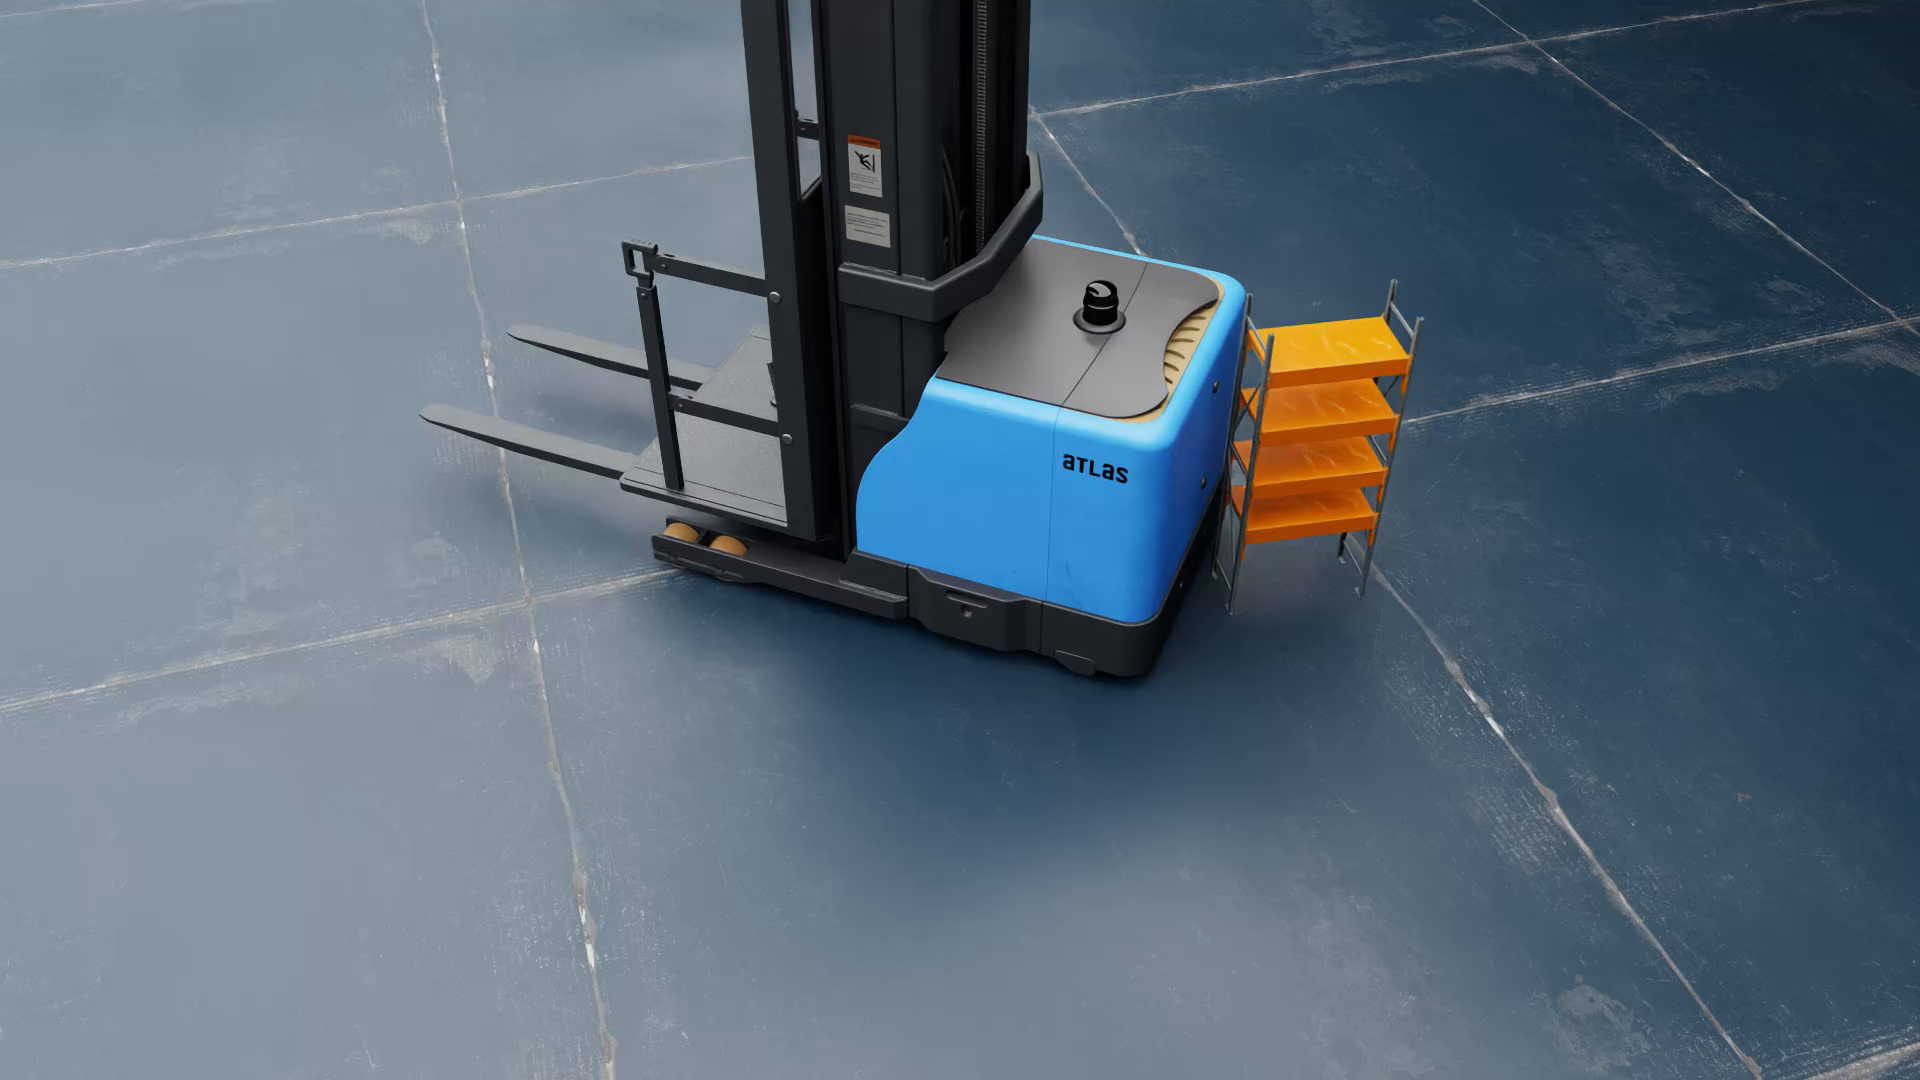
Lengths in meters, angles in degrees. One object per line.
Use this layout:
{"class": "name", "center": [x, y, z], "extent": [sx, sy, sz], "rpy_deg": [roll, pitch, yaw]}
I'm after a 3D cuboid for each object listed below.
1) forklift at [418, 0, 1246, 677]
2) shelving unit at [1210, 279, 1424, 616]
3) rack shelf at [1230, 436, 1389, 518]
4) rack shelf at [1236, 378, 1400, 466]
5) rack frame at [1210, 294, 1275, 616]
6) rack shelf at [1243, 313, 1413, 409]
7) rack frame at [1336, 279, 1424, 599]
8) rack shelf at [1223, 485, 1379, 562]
{"class": "forklift", "center": [-0.583, -1.258, 5.463], "extent": [3.031, 2.935, 1.130], "rpy_deg": [15, 43, 16]}
{"class": "shelving unit", "center": [1.188, -0.289, 5.668], "extent": [0.503, 1.200, 0.258], "rpy_deg": [-7, 42, -8]}
{"class": "rack shelf", "center": [1.188, -0.238, 5.713], "extent": [0.480, 0.148, 0.258], "rpy_deg": [-7, 42, -8]}
{"class": "rack shelf", "center": [1.188, -0.406, 5.565], "extent": [0.480, 0.148, 0.258], "rpy_deg": [-7, 42, -8]}
{"class": "rack frame", "center": [0.948, -0.260, 5.635], "extent": [0.015, 1.200, 0.240], "rpy_deg": [-7, 42, -8]}
{"class": "rack shelf", "center": [1.188, -0.584, 5.410], "extent": [0.480, 0.148, 0.258], "rpy_deg": [-7, 42, -8]}
{"class": "rack frame", "center": [1.428, -0.317, 5.701], "extent": [0.015, 1.200, 0.240], "rpy_deg": [-7, 42, -8]}
{"class": "rack shelf", "center": [1.188, -0.088, 5.843], "extent": [0.480, 0.148, 0.258], "rpy_deg": [-7, 42, -8]}
